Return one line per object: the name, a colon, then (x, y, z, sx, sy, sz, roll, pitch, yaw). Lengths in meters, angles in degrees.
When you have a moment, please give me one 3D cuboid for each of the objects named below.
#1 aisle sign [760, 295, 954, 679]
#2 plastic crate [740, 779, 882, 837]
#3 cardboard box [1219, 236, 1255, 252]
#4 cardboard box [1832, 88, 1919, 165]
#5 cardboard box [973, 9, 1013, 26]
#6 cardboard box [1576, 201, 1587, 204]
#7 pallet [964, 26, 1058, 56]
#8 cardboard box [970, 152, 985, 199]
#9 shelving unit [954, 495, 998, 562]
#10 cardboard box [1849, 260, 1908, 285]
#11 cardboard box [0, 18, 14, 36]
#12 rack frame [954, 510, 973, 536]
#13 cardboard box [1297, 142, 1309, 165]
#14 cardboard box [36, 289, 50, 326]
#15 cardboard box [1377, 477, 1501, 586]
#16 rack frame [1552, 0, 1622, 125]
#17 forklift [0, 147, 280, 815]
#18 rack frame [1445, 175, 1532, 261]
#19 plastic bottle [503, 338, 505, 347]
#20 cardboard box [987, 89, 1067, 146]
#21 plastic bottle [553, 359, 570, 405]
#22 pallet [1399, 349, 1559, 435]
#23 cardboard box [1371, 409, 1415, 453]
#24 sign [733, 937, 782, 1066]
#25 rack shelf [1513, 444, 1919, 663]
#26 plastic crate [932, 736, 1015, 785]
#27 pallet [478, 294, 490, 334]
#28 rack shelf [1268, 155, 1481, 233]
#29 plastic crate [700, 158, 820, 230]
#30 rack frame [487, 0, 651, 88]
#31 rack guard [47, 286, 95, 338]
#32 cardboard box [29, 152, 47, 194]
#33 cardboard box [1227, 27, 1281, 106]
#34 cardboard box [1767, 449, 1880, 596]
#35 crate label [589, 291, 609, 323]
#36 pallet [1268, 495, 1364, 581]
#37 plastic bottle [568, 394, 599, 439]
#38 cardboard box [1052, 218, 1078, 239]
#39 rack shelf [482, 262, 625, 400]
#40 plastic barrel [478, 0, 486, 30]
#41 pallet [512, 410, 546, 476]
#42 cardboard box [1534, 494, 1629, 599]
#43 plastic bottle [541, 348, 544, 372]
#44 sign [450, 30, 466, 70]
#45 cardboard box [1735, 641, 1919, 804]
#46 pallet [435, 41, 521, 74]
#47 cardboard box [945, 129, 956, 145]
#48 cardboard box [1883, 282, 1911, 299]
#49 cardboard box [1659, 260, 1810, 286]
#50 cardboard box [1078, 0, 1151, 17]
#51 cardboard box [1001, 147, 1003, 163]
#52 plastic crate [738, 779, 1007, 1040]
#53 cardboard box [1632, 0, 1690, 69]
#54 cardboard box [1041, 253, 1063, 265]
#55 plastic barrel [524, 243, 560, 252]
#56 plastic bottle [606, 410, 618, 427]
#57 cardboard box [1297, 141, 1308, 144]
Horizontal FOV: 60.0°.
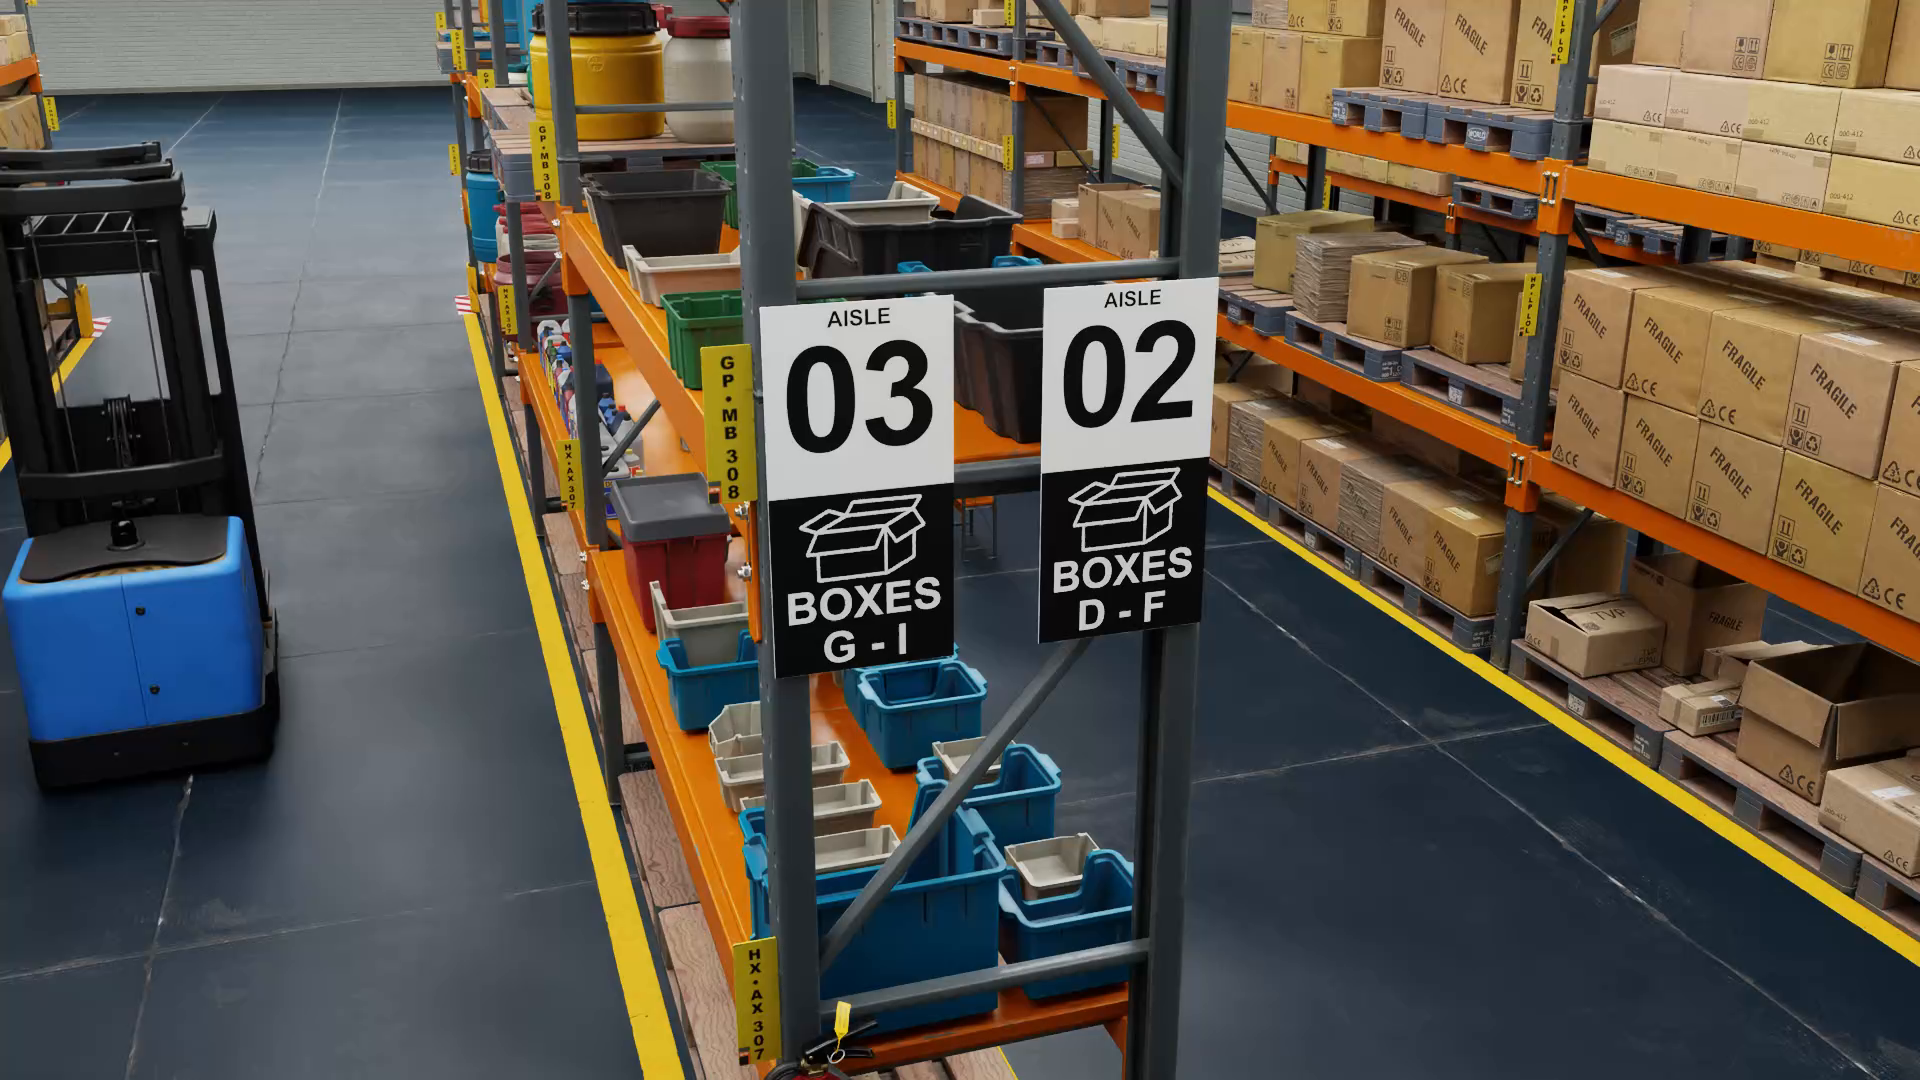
aisle sign: (-0.201, -0.100, 3.413, 0.394, 0.787, 0.004, -6, 21, -17)
plastic crate: (-0.451, 0.828, 4.976, 0.396, 0.136, 0.243, -6, 21, -17)
cardboard box: (2.147, -2.289, 13.484, 0.500, 0.311, 0.500, -7, 21, -18)
cardboard box: (3.881, -1.651, 6.622, 0.500, 0.250, 0.500, -6, 21, -17)
cardboard box: (0.348, -5.222, 16.624, 0.380, 0.149, 0.250, -6, 21, -17)
cardboard box: (6.221, -3.534, 16.019, 0.700, 0.500, 0.500, -4, 20, -10)
pallet: (0.694, -4.948, 16.449, 1.003, 0.211, 1.213, -6, 21, -17)
cardboard box: (0.515, -3.826, 17.483, 0.700, 0.500, 0.500, -6, 21, -16)
shelving unit: (0.052, -0.512, 11.066, 0.258, 1.200, 0.503, -6, 21, -17)
cardboard box: (7.166, -2.236, 12.587, 0.500, 0.500, 0.500, -6, 21, -17)
cardboard box: (-9.030, -4.762, 15.432, 0.380, 0.149, 0.250, -6, 21, -17)
rack frame: (-0.025, -0.590, 11.284, 0.240, 1.200, 0.015, -6, 21, -17)
cardboard box: (4.460, -4.702, 20.261, 0.500, 0.250, 0.500, -7, 21, -19)
cardboard box: (-9.496, -2.358, 16.622, 0.500, 0.500, 0.500, -3, 20, -7)
cardboard box: (2.927, -0.058, 10.187, 0.500, 0.500, 0.500, -6, 21, -17)
rack frame: (3.501, -3.563, 8.025, 1.000, 3.000, 0.127, -6, 21, -17)
forklift: (-4.350, -0.574, 8.679, 1.130, 2.935, 3.031, -7, 21, -20)
rack frame: (5.688, -3.835, 17.655, 1.000, 3.000, 0.127, -6, 21, -17)
plastic bottle: (-4.344, -1.996, 15.904, 0.061, 0.283, 0.133, -5, 20, -14)
cardboard box: (0.681, -4.268, 16.796, 0.700, 0.500, 0.500, -6, 21, -17)
plastic bottle: (-2.329, -0.928, 9.753, 0.097, 0.271, 0.097, 0, 20, 0)
pallet: (3.354, -0.918, 9.818, 1.003, 0.211, 1.213, -6, 21, -17)
cardboard box: (3.108, -0.786, 11.106, 0.500, 0.250, 0.500, -7, 21, -18)
sign: (-0.462, 1.056, 3.799, 0.100, 0.325, 0.005, -6, 21, -17)
rack shelf: (4.130, 0.241, 7.374, 1.077, 0.370, 4.000, -6, 21, -17)
plastic crate: (0.054, 0.721, 5.273, 0.250, 0.136, 0.298, -6, 21, -17)
pallet: (-4.655, -2.473, 17.988, 1.003, 0.211, 1.213, -6, 21, -17)
rack shelf: (5.060, -4.138, 19.564, 1.077, 0.370, 4.000, -6, 21, -17)
plastic crate: (-0.782, -1.423, 6.817, 0.450, 0.188, 0.662, -6, 21, -17)
rack frame: (-2.460, -4.322, 10.137, 1.000, 3.000, 0.127, -6, 21, -17)
rack guard: (-9.652, -2.339, 17.188, 1.175, 0.500, 0.348, -6, 21, -17)
cardboard box: (-9.258, -3.399, 15.855, 0.875, 0.500, 0.500, -6, 21, -17)
cardboard box: (2.413, -3.346, 11.709, 0.910, 0.500, 0.500, -6, 21, -17)
cardboard box: (3.883, -0.107, 7.128, 0.500, 0.500, 0.500, -7, 21, -18)
crate label: (-2.515, -1.863, 12.112, 0.502, 0.435, 0.616, -6, 21, -17)
pallet: (2.822, -0.077, 11.318, 1.003, 0.211, 1.213, -6, 21, -17)
plastic bottle: (-2.022, -0.645, 8.959, 0.152, 0.276, 0.135, -6, 21, -17)
cardboard box: (1.071, -2.883, 15.377, 0.380, 0.149, 0.250, -6, 21, -17)
rack shelf: (-3.088, -1.802, 13.059, 1.077, 0.370, 4.000, -6, 21, -17)
plastic barrel: (-4.701, -5.735, 17.251, 0.600, 0.830, 0.708, -6, 21, -17)
pallet: (-3.046, -0.830, 13.414, 1.003, 0.211, 1.213, -6, 21, -17)
cardboard box: (3.580, 0.048, 9.891, 0.500, 0.500, 0.500, -7, 21, -20)
plastic bottle: (-2.589, -1.160, 10.503, 0.097, 0.201, 0.097, 0, 20, 0)
sign: (-4.242, -4.143, 14.063, 0.100, 0.325, 0.005, -6, 21, -17)
cardboard box: (4.097, 0.830, 7.710, 0.797, 0.503, 0.637, -6, 21, -17)
pallet: (-4.036, -4.326, 14.865, 1.213, 0.211, 1.003, -6, 21, -17)
cardboard box: (0.055, -4.381, 18.069, 0.380, 0.149, 0.250, -7, 21, -18)
cardboard box: (7.260, -1.902, 12.616, 0.380, 0.149, 0.250, -6, 21, -16)
cardboard box: (3.906, -1.123, 8.478, 0.500, 0.500, 0.500, -6, 21, -17)
cardboard box: (1.344, -4.816, 14.442, 0.500, 0.500, 0.500, -4, 20, -12)
cardboard box: (0.622, -3.803, 16.461, 0.380, 0.149, 0.250, -7, 21, -18)
plastic crate: (-0.228, 0.936, 4.231, 0.616, 0.435, 0.499, -6, 21, -17)
cardboard box: (3.690, -2.517, 7.923, 0.700, 0.500, 0.500, -6, 21, -17)
cardboard box: (1.138, -2.746, 16.960, 0.500, 0.500, 0.500, -6, 21, -17)
plastic barrel: (-2.986, -1.858, 11.988, 0.421, 0.512, 0.421, 0, 20, 0)
plastic bottle: (-1.794, -0.545, 8.686, 0.097, 0.271, 0.097, 0, 20, 0)
cardboard box: (4.442, -5.065, 20.164, 0.500, 0.500, 0.500, -6, 21, -17)
